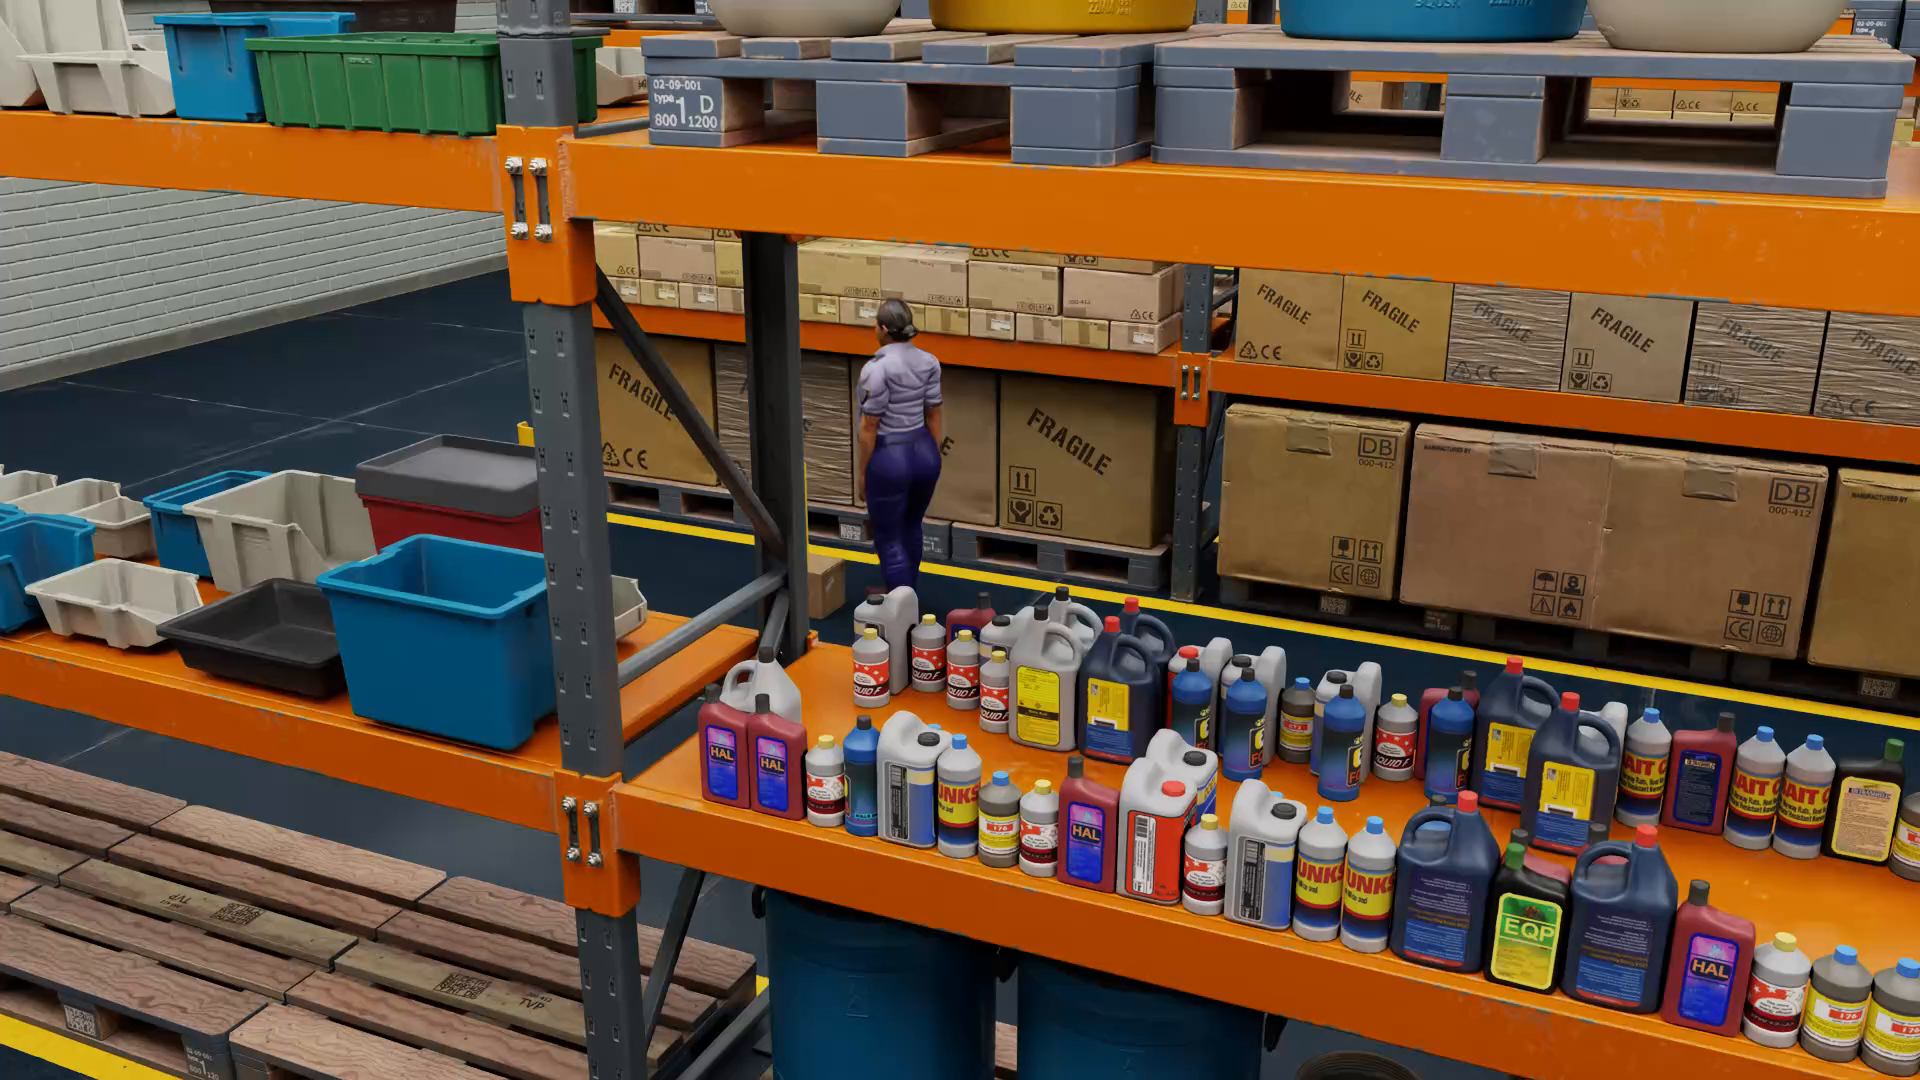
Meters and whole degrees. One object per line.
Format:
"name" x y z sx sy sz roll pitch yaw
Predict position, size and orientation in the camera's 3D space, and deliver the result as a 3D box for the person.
"person" -0.351 -0.379 8.161 0.471 1.645 0.617 -18 26 -41
